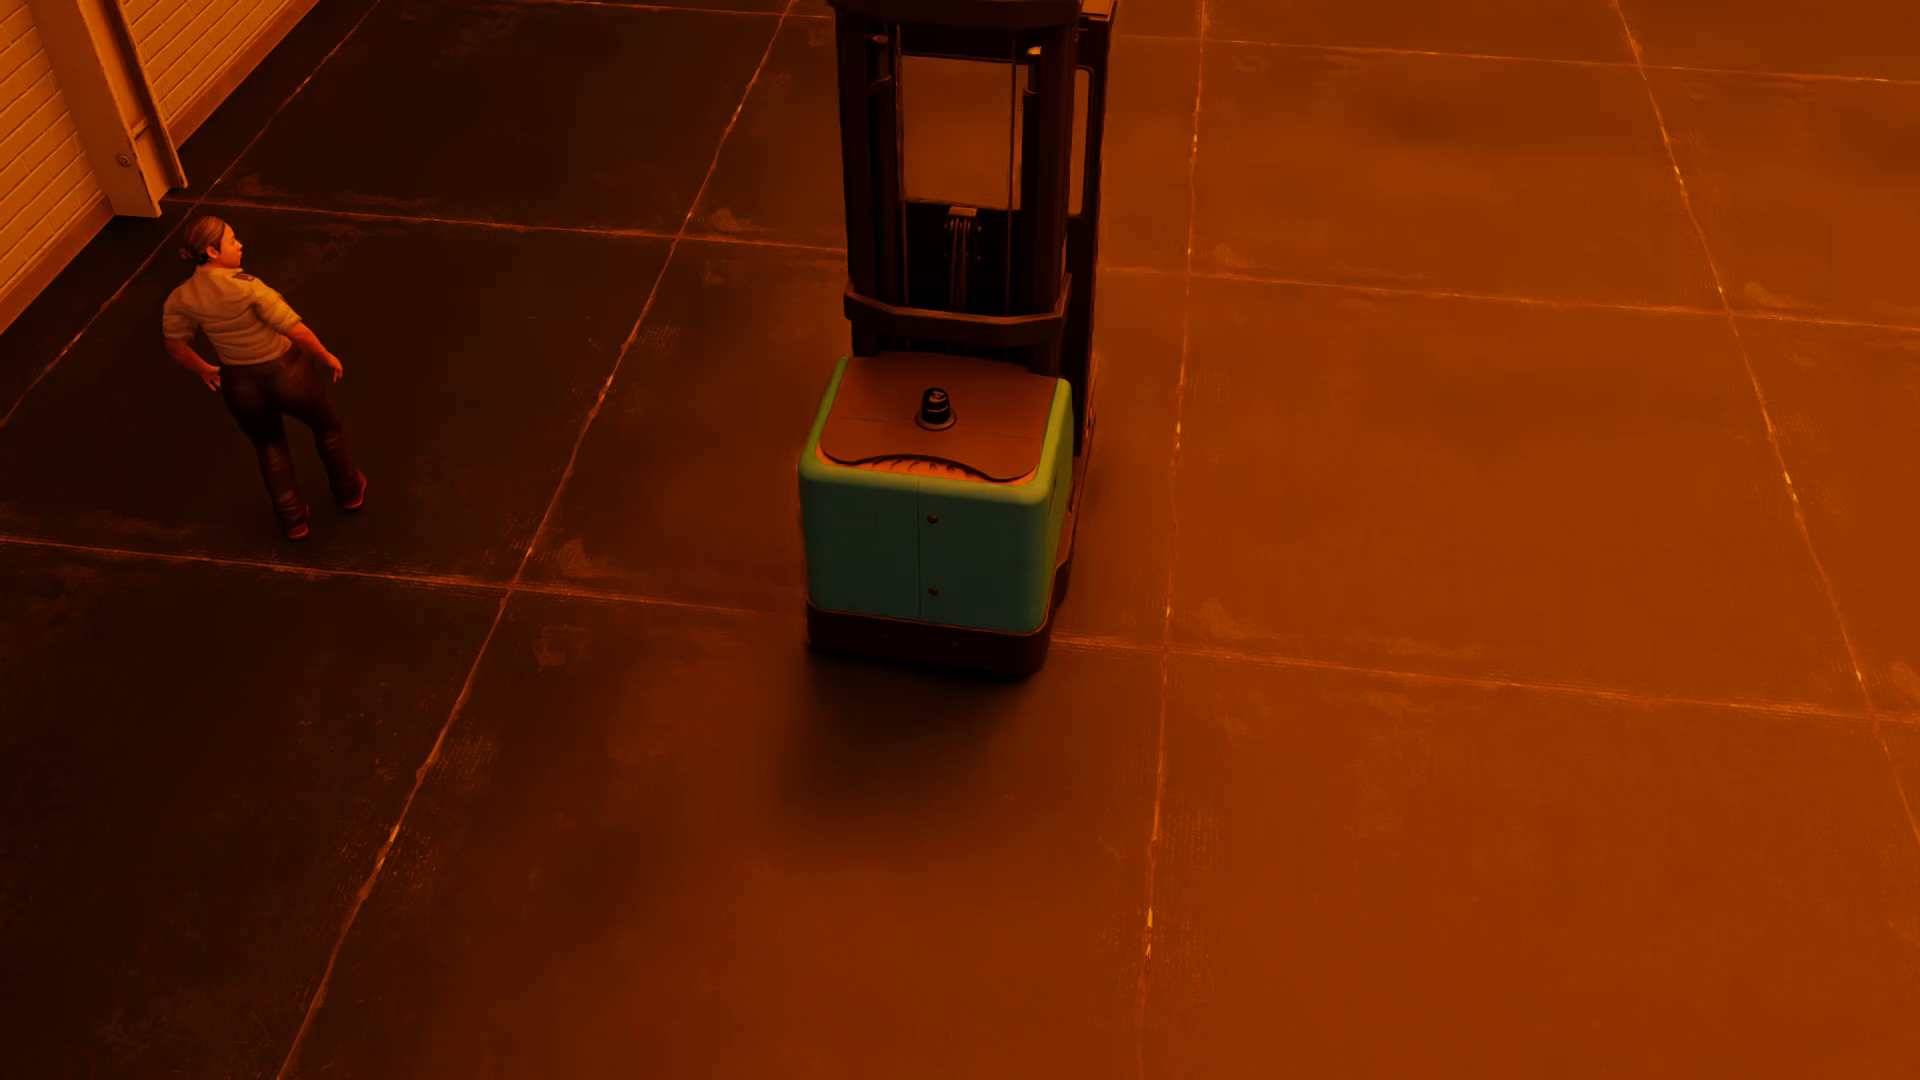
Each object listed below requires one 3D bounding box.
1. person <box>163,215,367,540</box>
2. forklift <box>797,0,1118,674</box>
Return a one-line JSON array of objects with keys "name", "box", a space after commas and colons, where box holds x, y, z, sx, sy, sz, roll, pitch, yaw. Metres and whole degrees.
[{"name": "person", "box": [-3.132, -0.752, 7.509, 0.687, 1.631, 0.487, -4, 43, -5]}, {"name": "forklift", "box": [0.091, -1.506, 7.364, 1.130, 2.935, 3.031, 7, 43, 7]}]
